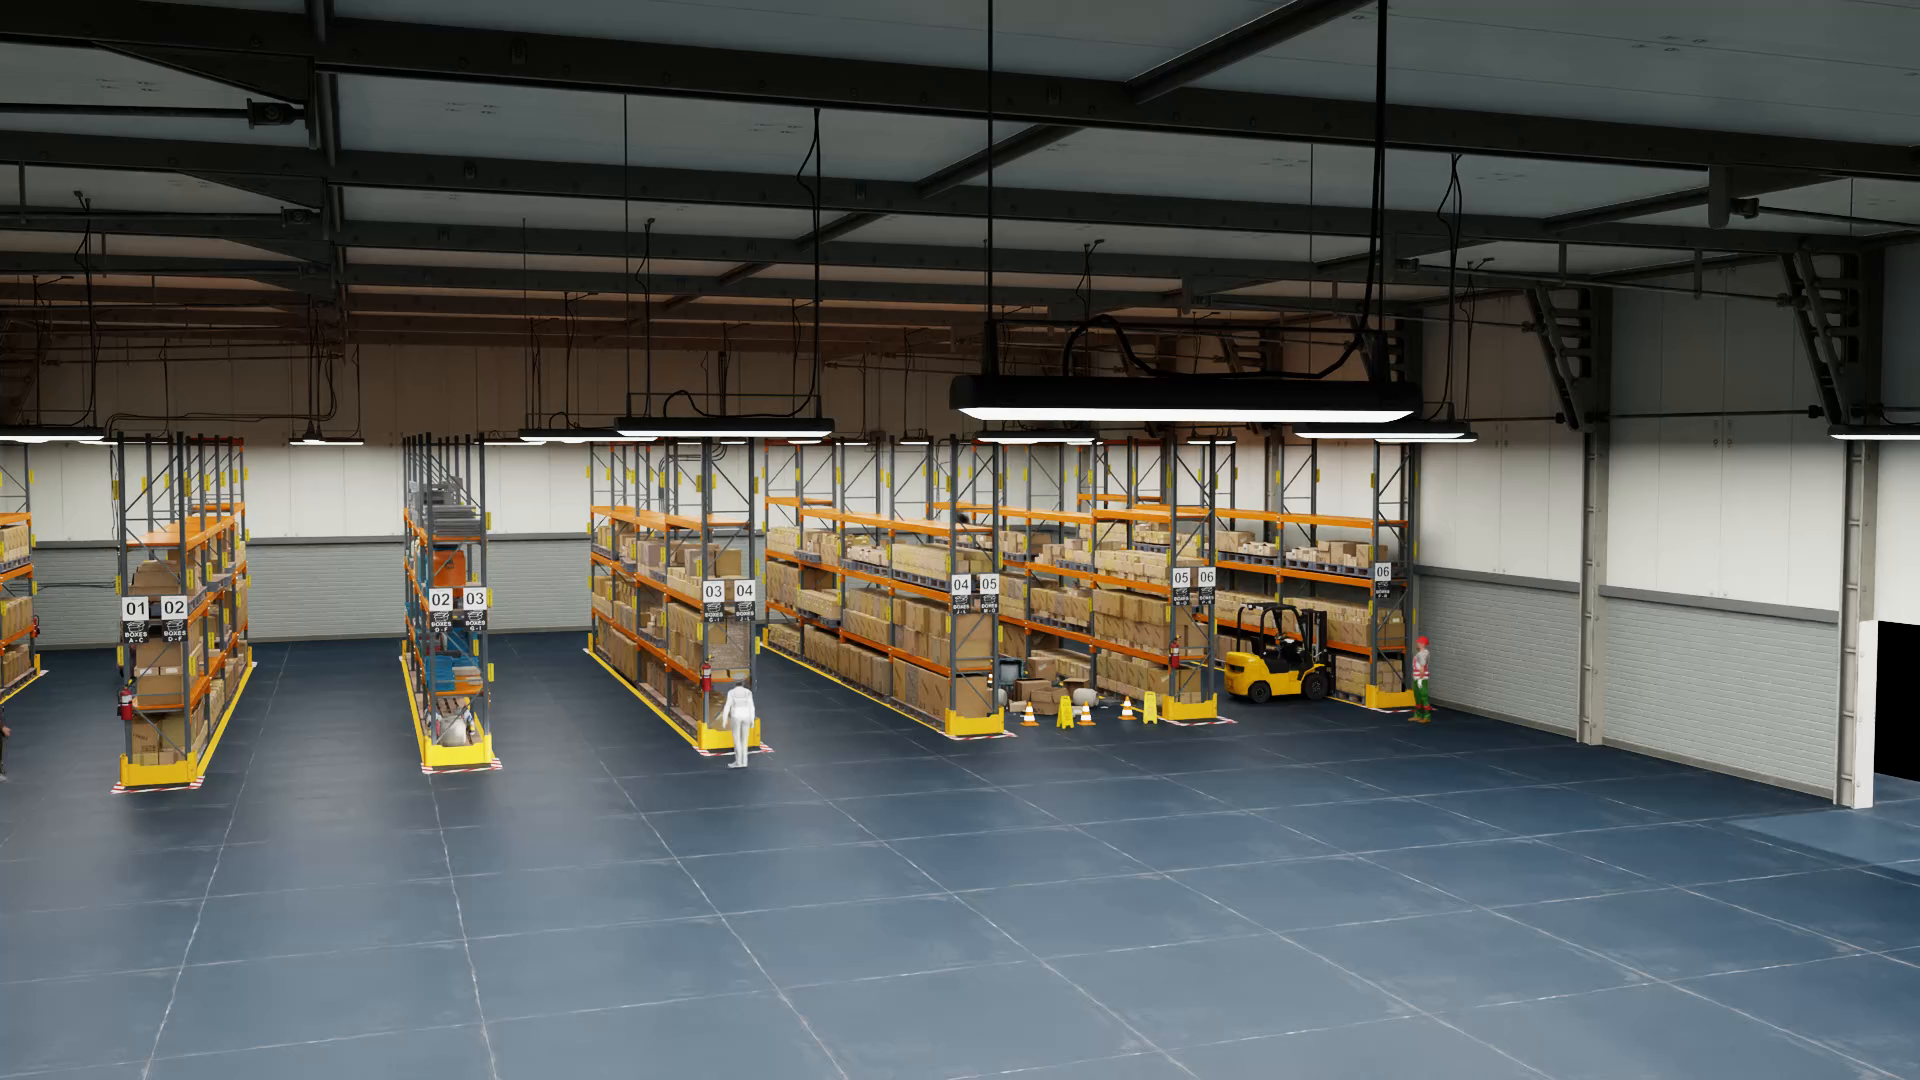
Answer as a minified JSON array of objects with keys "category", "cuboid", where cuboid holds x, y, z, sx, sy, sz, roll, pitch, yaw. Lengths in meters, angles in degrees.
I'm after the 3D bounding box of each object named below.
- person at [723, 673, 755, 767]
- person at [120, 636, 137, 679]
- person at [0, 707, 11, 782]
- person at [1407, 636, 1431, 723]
[{"category":"person","cuboid":[-3.961,3.237,29.784,0.557,1.716,0.411,-1,3,-16]},{"category":"person","cuboid":[-20.539,2.570,41.122,0.533,1.722,0.460,2,4,26]},{"category":"person","cuboid":[-16.588,3.271,28.576,0.587,1.829,0.663,-1,3,-16]},{"category":"person","cuboid":[9.584,2.902,34.630,0.397,1.803,0.628,0,3,-4]}]
